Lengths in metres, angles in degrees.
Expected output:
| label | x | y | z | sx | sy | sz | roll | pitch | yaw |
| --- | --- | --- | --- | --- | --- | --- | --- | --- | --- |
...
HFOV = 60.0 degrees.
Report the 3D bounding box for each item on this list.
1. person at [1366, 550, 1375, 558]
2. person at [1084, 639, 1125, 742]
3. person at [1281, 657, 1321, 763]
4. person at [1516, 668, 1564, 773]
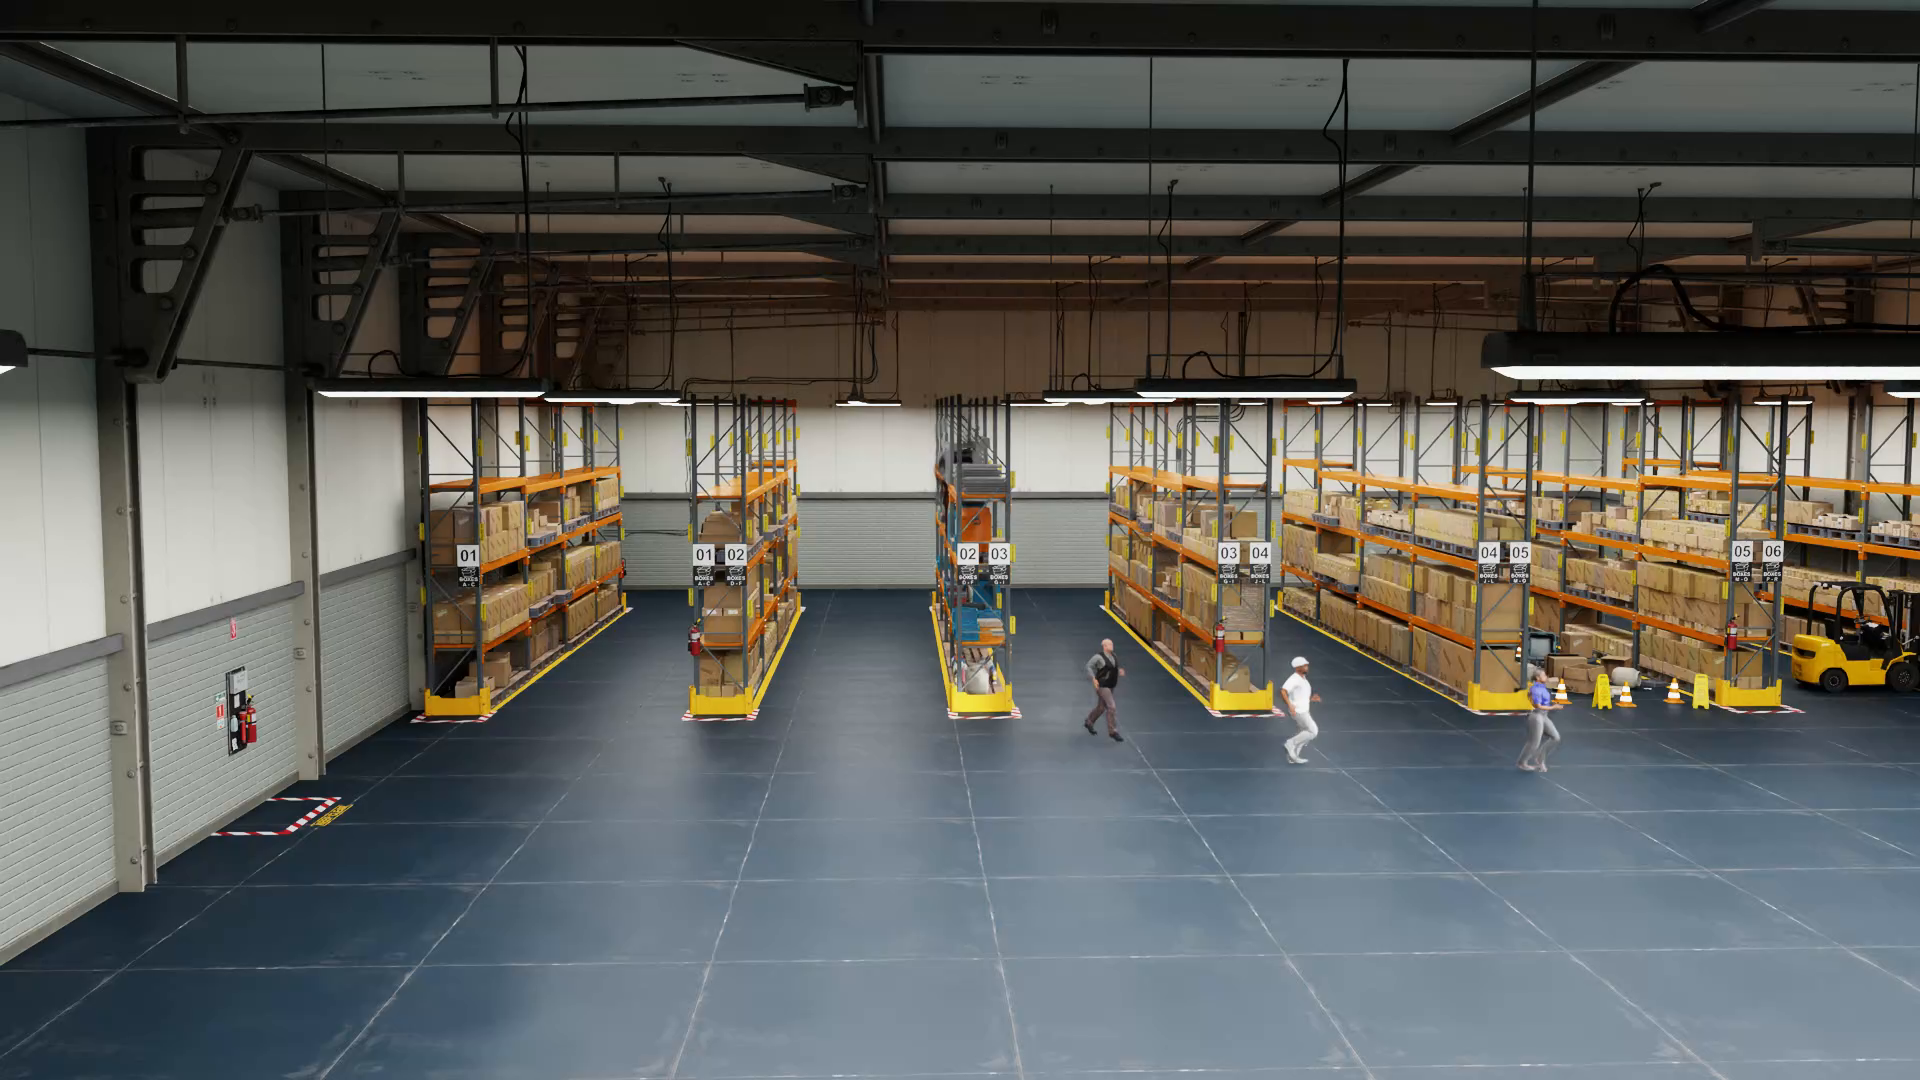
| label | x | y | z | sx | sy | sz | roll | pitch | yaw |
| --- | --- | --- | --- | --- | --- | --- | --- | --- | --- |
| person | 11.442 | 1.178 | 46.305 | 0.687 | 1.831 | 0.790 | -2 | 5 | -20 |
| person | 2.517 | 2.567 | 28.823 | 0.892 | 1.734 | 0.647 | 3 | 5 | 35 |
| person | 5.511 | 2.752 | 26.801 | 0.597 | 1.731 | 0.706 | 2 | 5 | 19 |
| person | 9.132 | 2.844 | 26.147 | 0.688 | 1.664 | 0.544 | 3 | 5 | 34 |
